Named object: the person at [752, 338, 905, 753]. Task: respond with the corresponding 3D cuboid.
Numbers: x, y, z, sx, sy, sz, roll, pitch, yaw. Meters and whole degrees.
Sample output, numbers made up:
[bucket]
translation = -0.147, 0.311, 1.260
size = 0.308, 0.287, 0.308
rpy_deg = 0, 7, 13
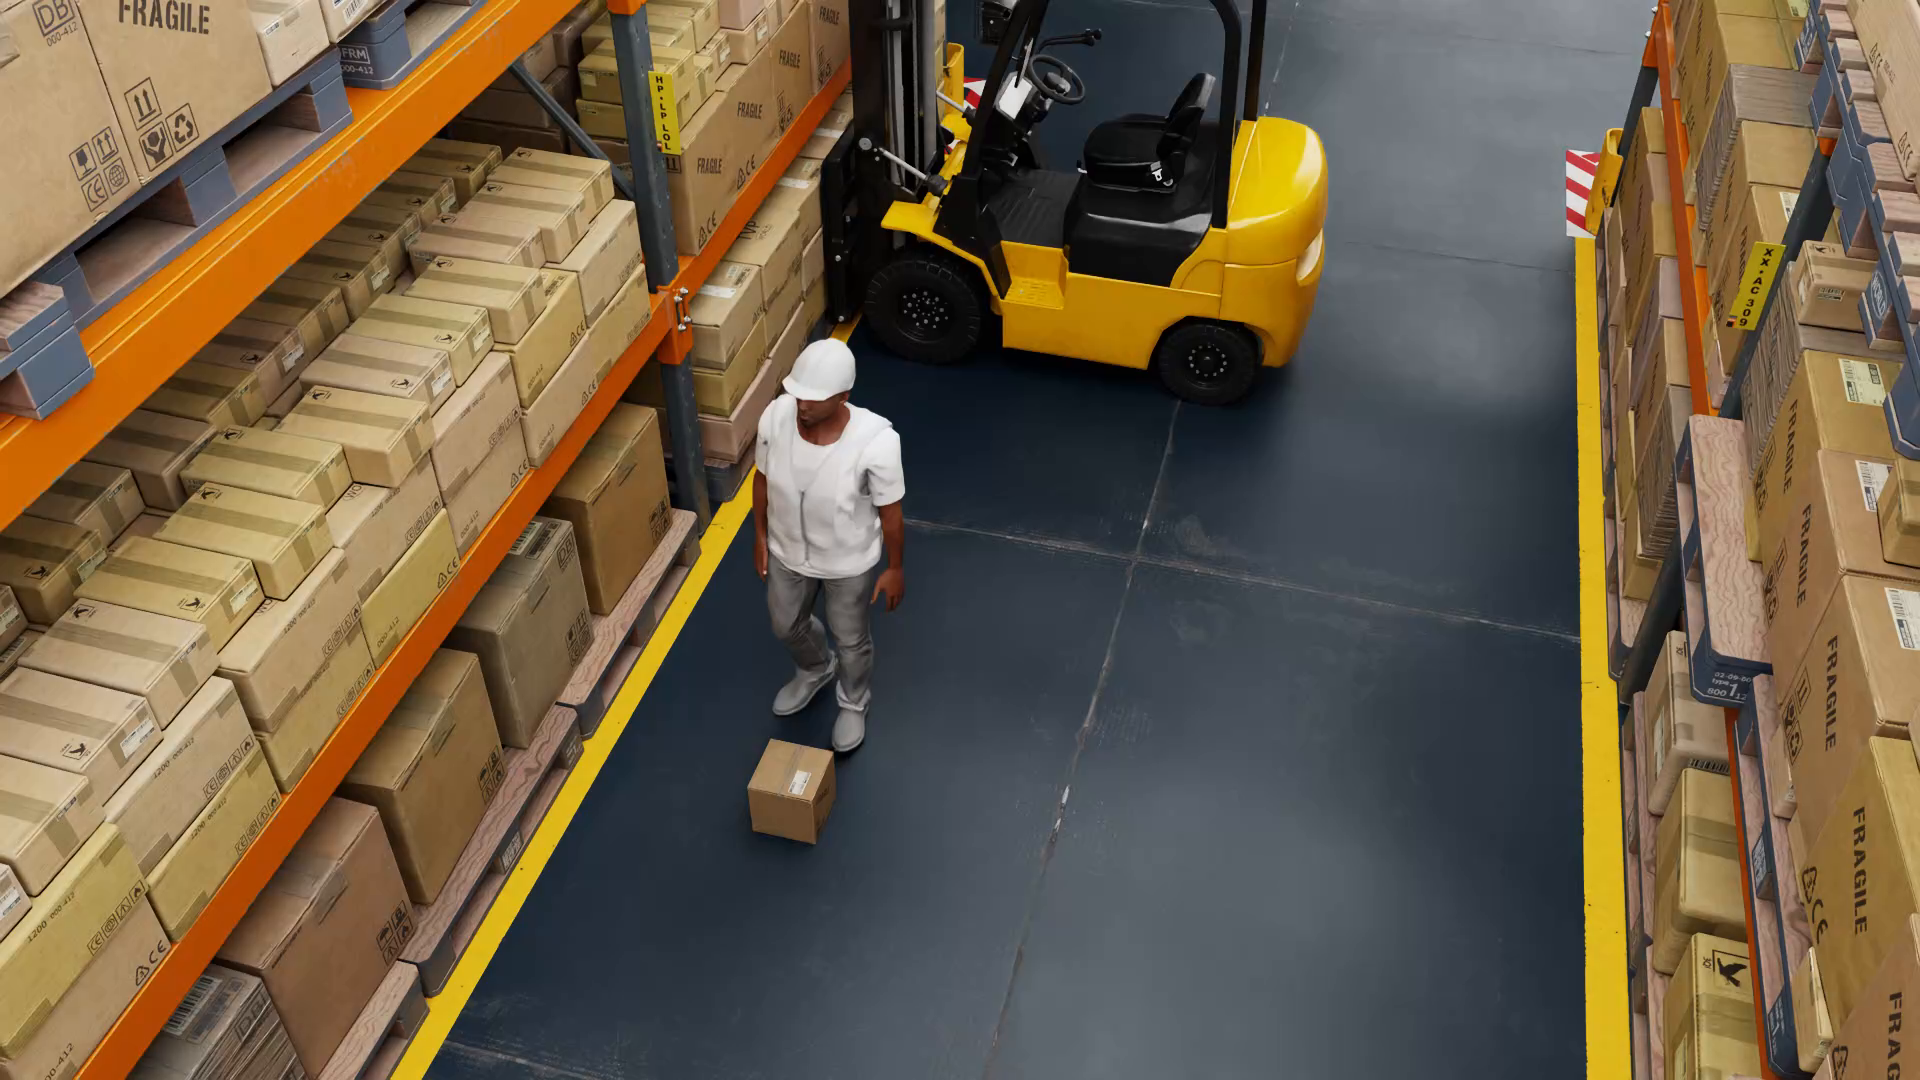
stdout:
[person]
translation = -0.482, 0.041, 6.077
size = 0.601, 1.777, 0.404
rpy_deg = 14, 43, 15
